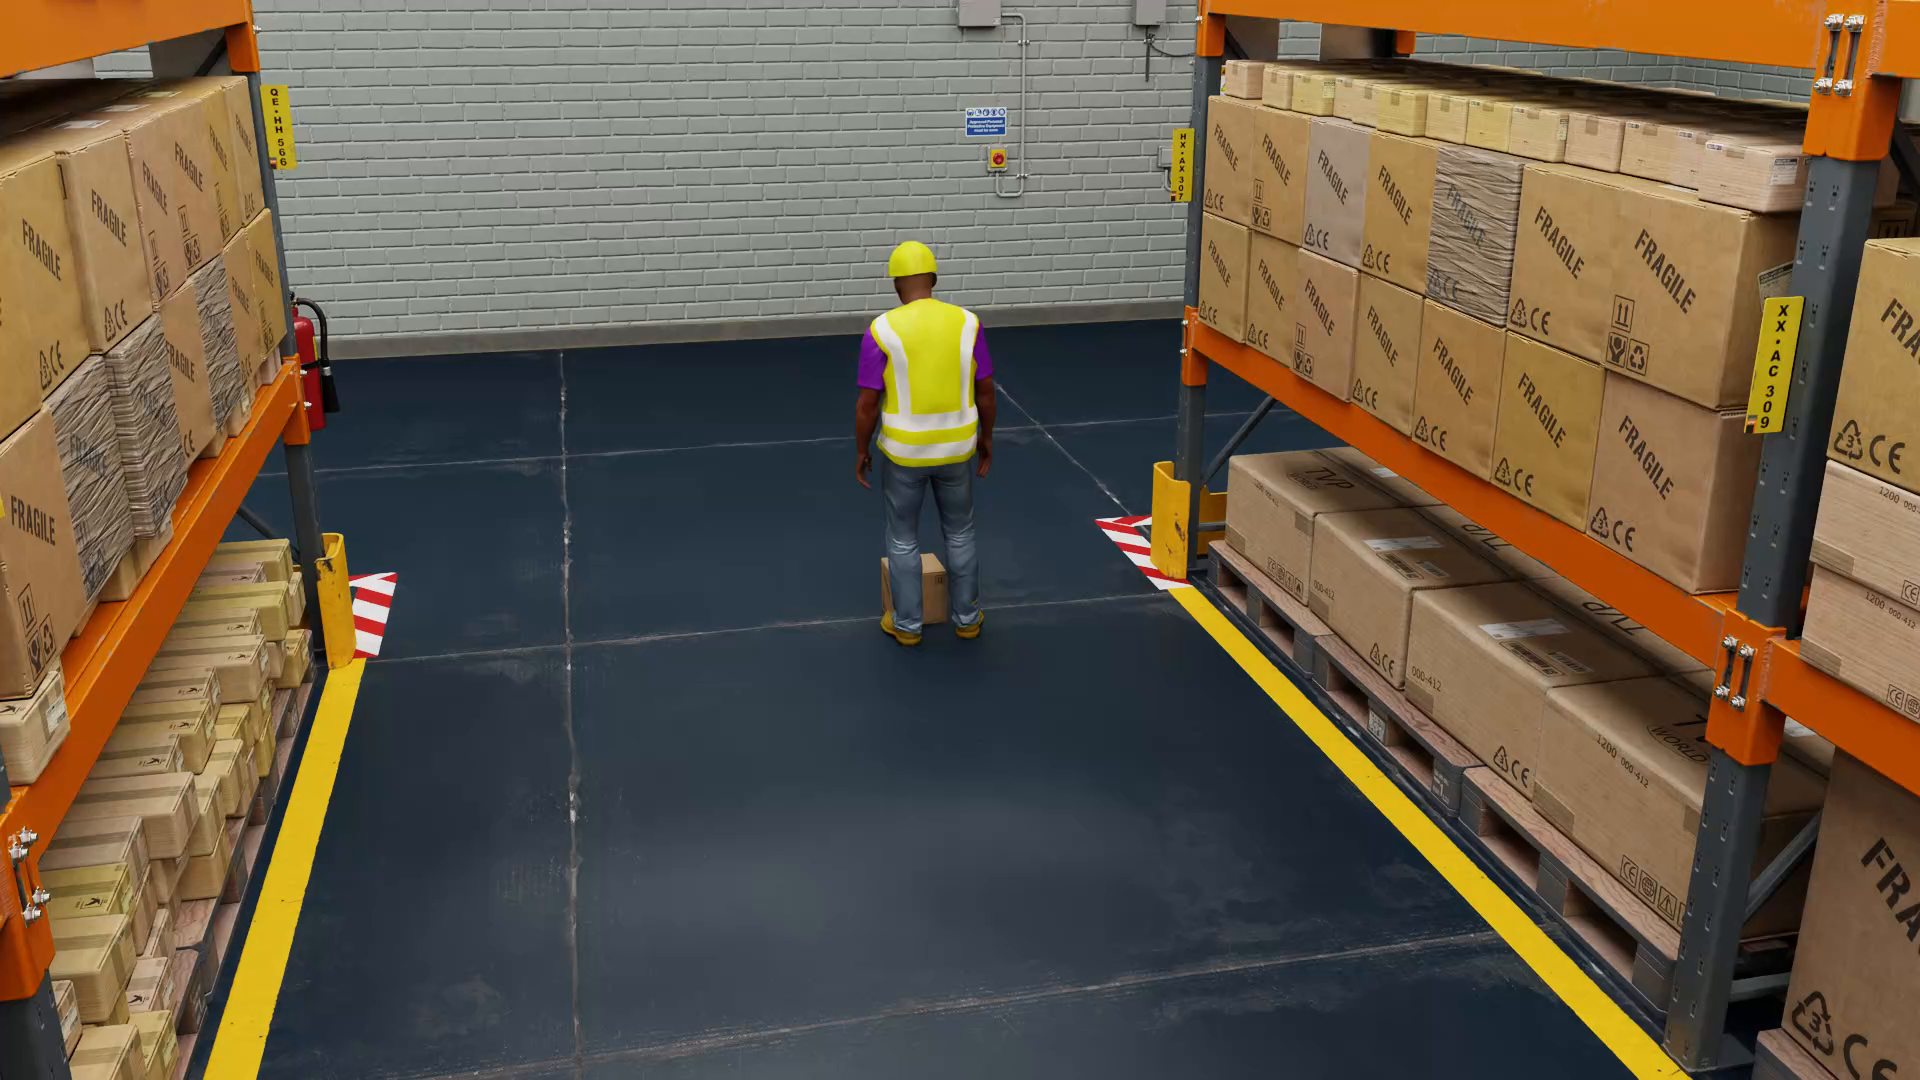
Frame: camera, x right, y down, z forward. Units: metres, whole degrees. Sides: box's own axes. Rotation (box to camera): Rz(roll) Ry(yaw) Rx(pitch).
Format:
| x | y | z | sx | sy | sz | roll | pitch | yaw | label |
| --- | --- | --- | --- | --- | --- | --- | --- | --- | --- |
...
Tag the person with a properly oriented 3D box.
| x | y | z | sx | sy | sz | roll | pitch | yaw | label |
| --- | --- | --- | --- | --- | --- | --- | --- | --- | --- |
| -0.154 | -0.407 | 7.195 | 0.629 | 1.759 | 0.460 | -6 | 20 | -16 | person |
